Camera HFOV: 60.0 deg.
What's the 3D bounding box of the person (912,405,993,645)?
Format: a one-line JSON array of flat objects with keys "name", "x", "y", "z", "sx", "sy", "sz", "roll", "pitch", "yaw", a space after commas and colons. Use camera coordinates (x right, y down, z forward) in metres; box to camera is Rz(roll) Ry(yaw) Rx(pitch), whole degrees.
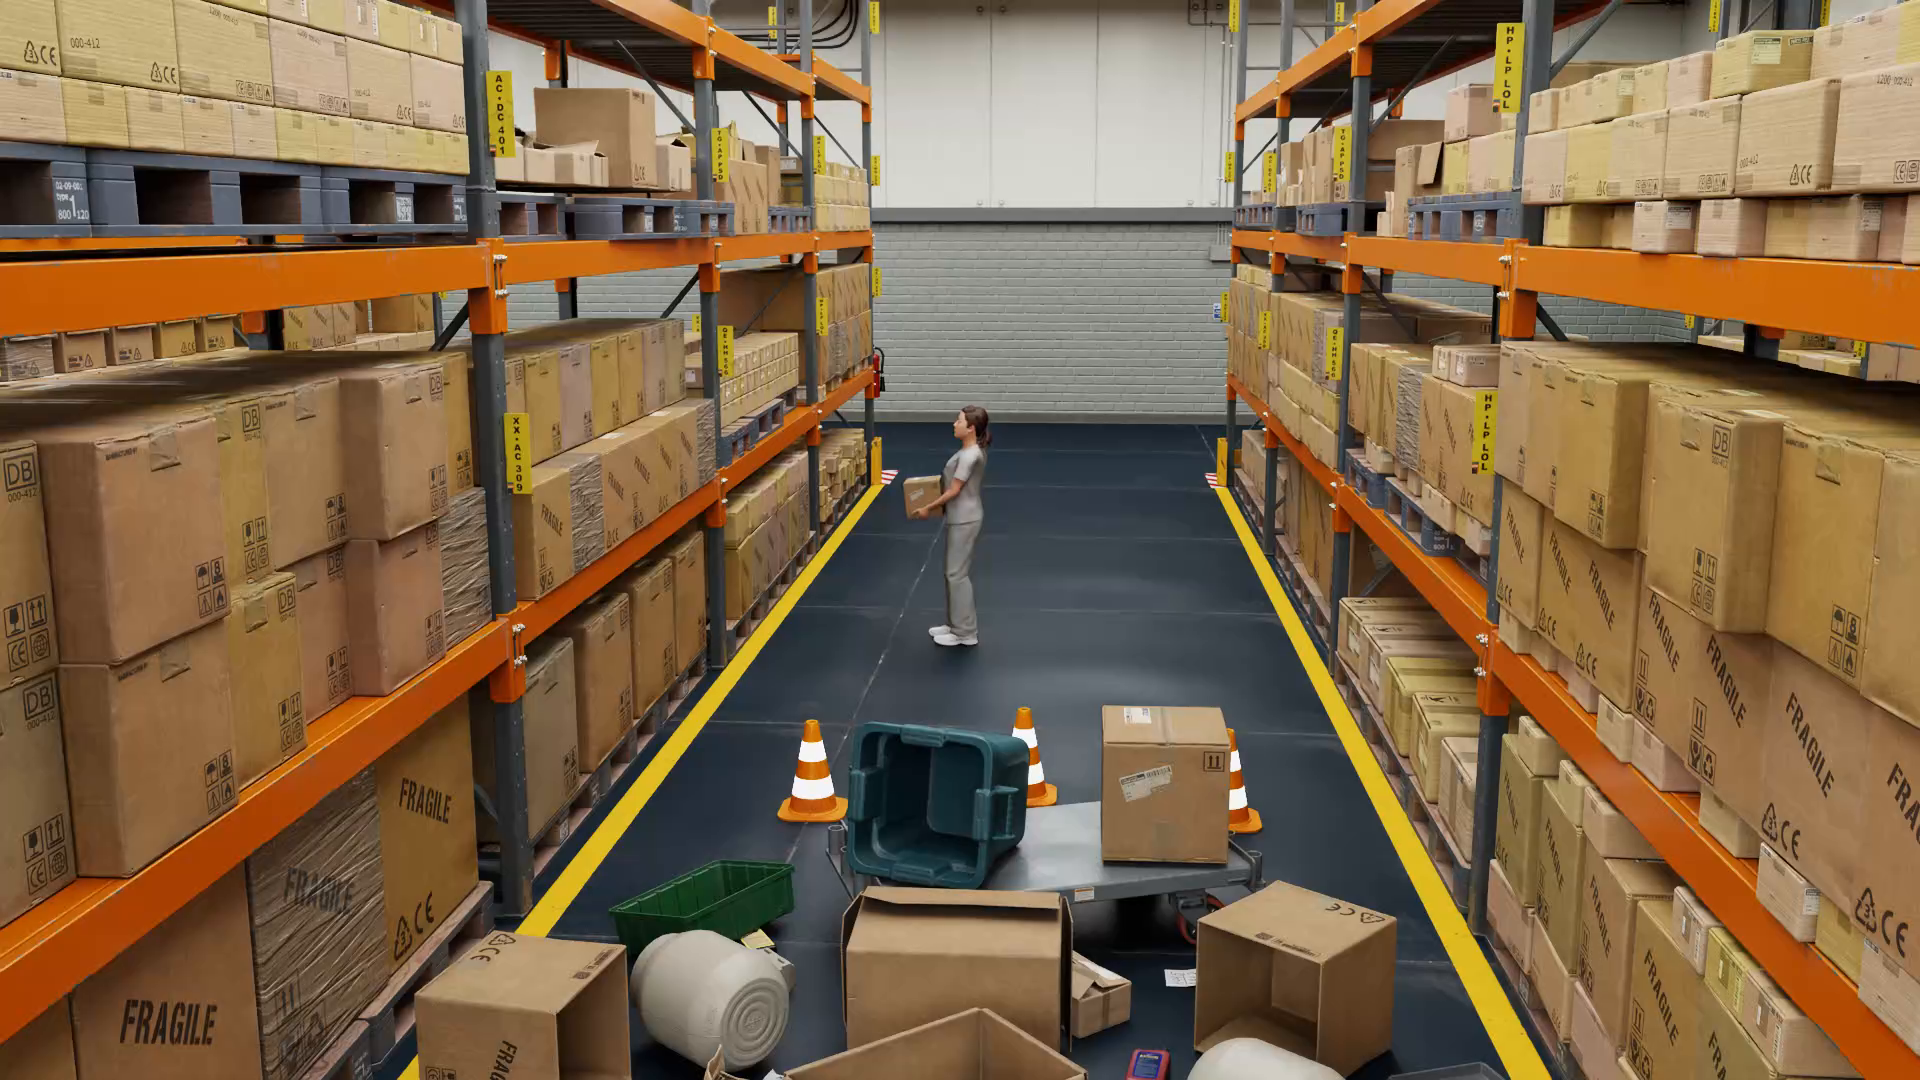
[{"name": "person", "x": -0.046, "y": -0.109, "z": 11.528, "sx": 0.558, "sy": 1.663, "sz": 0.439, "roll": 1, "pitch": 11, "yaw": 4}]
